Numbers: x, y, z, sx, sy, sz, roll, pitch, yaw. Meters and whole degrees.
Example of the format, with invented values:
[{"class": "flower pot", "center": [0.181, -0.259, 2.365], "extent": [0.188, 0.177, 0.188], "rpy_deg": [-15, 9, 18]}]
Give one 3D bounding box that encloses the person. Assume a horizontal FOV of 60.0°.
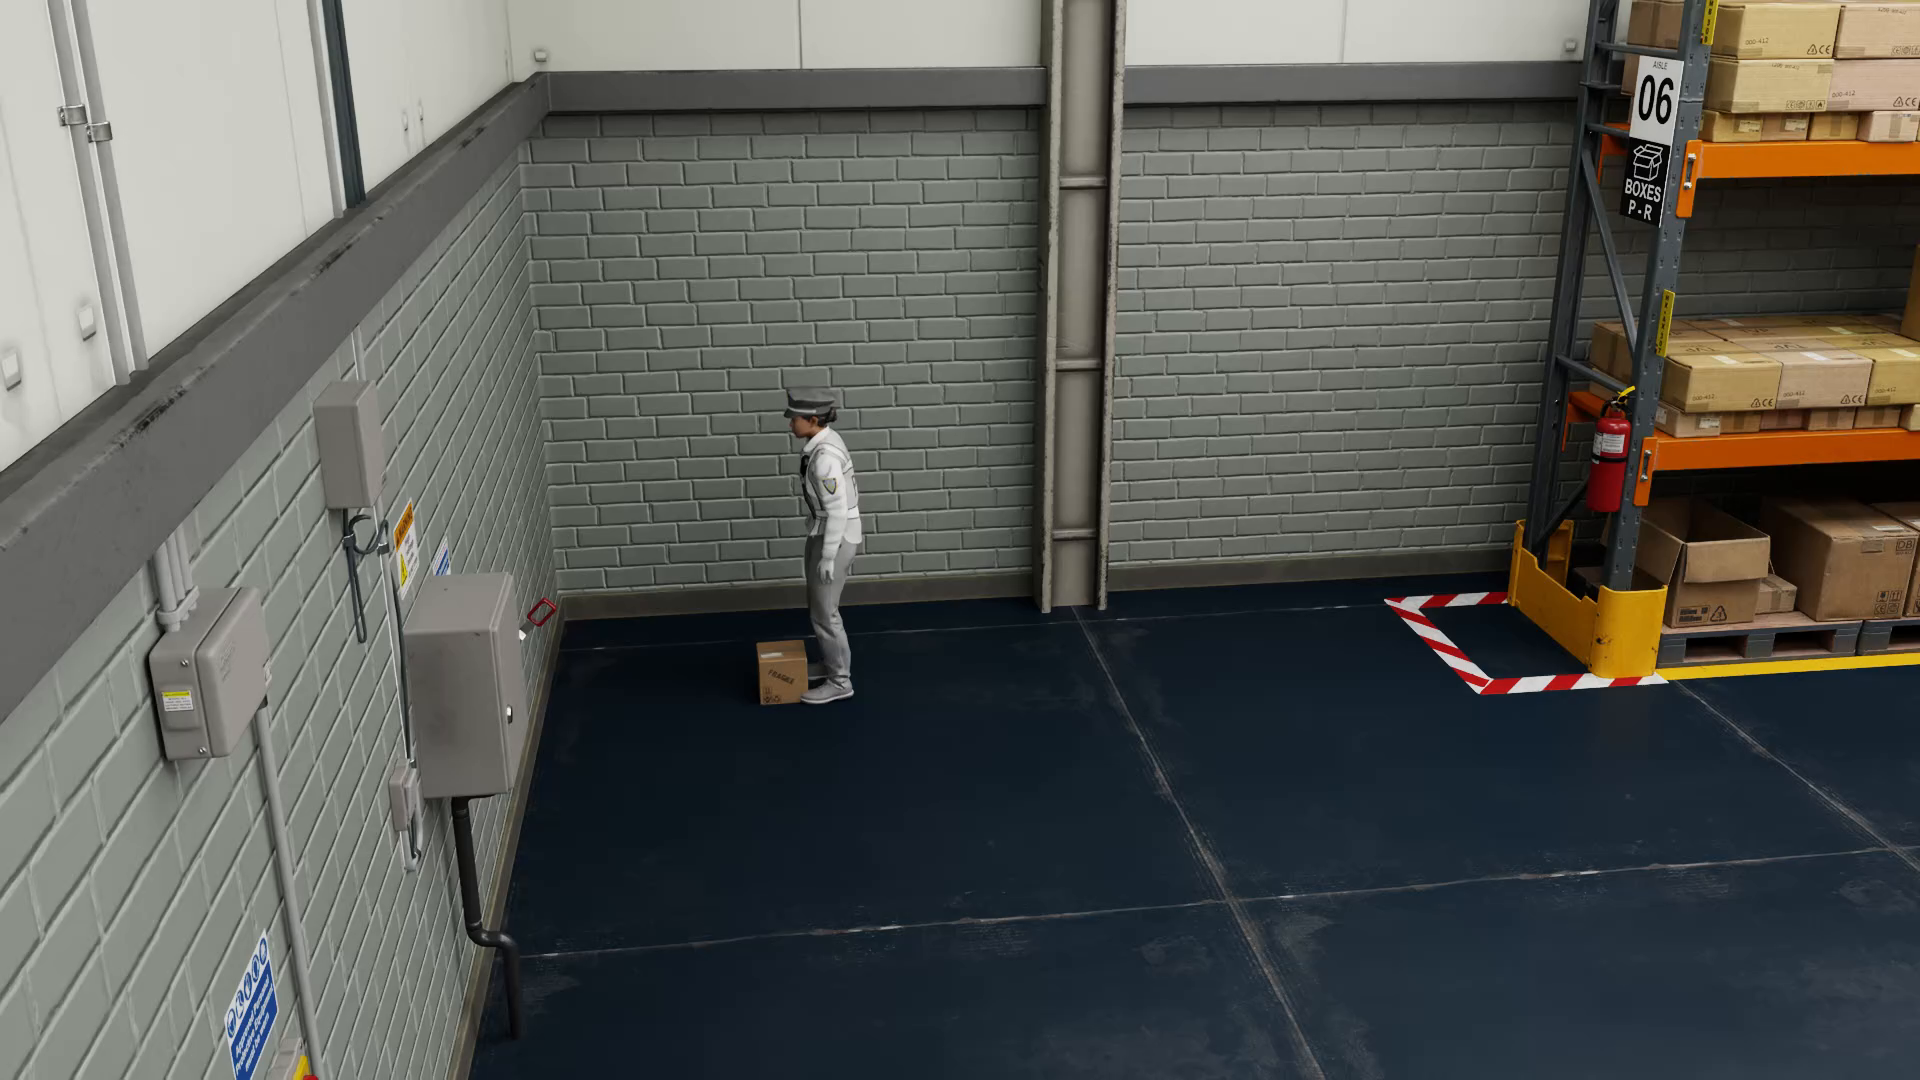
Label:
[{"class": "person", "center": [-0.694, 0.018, 8.523], "extent": [0.375, 1.662, 0.528], "rpy_deg": [-4, 20, -10]}]
